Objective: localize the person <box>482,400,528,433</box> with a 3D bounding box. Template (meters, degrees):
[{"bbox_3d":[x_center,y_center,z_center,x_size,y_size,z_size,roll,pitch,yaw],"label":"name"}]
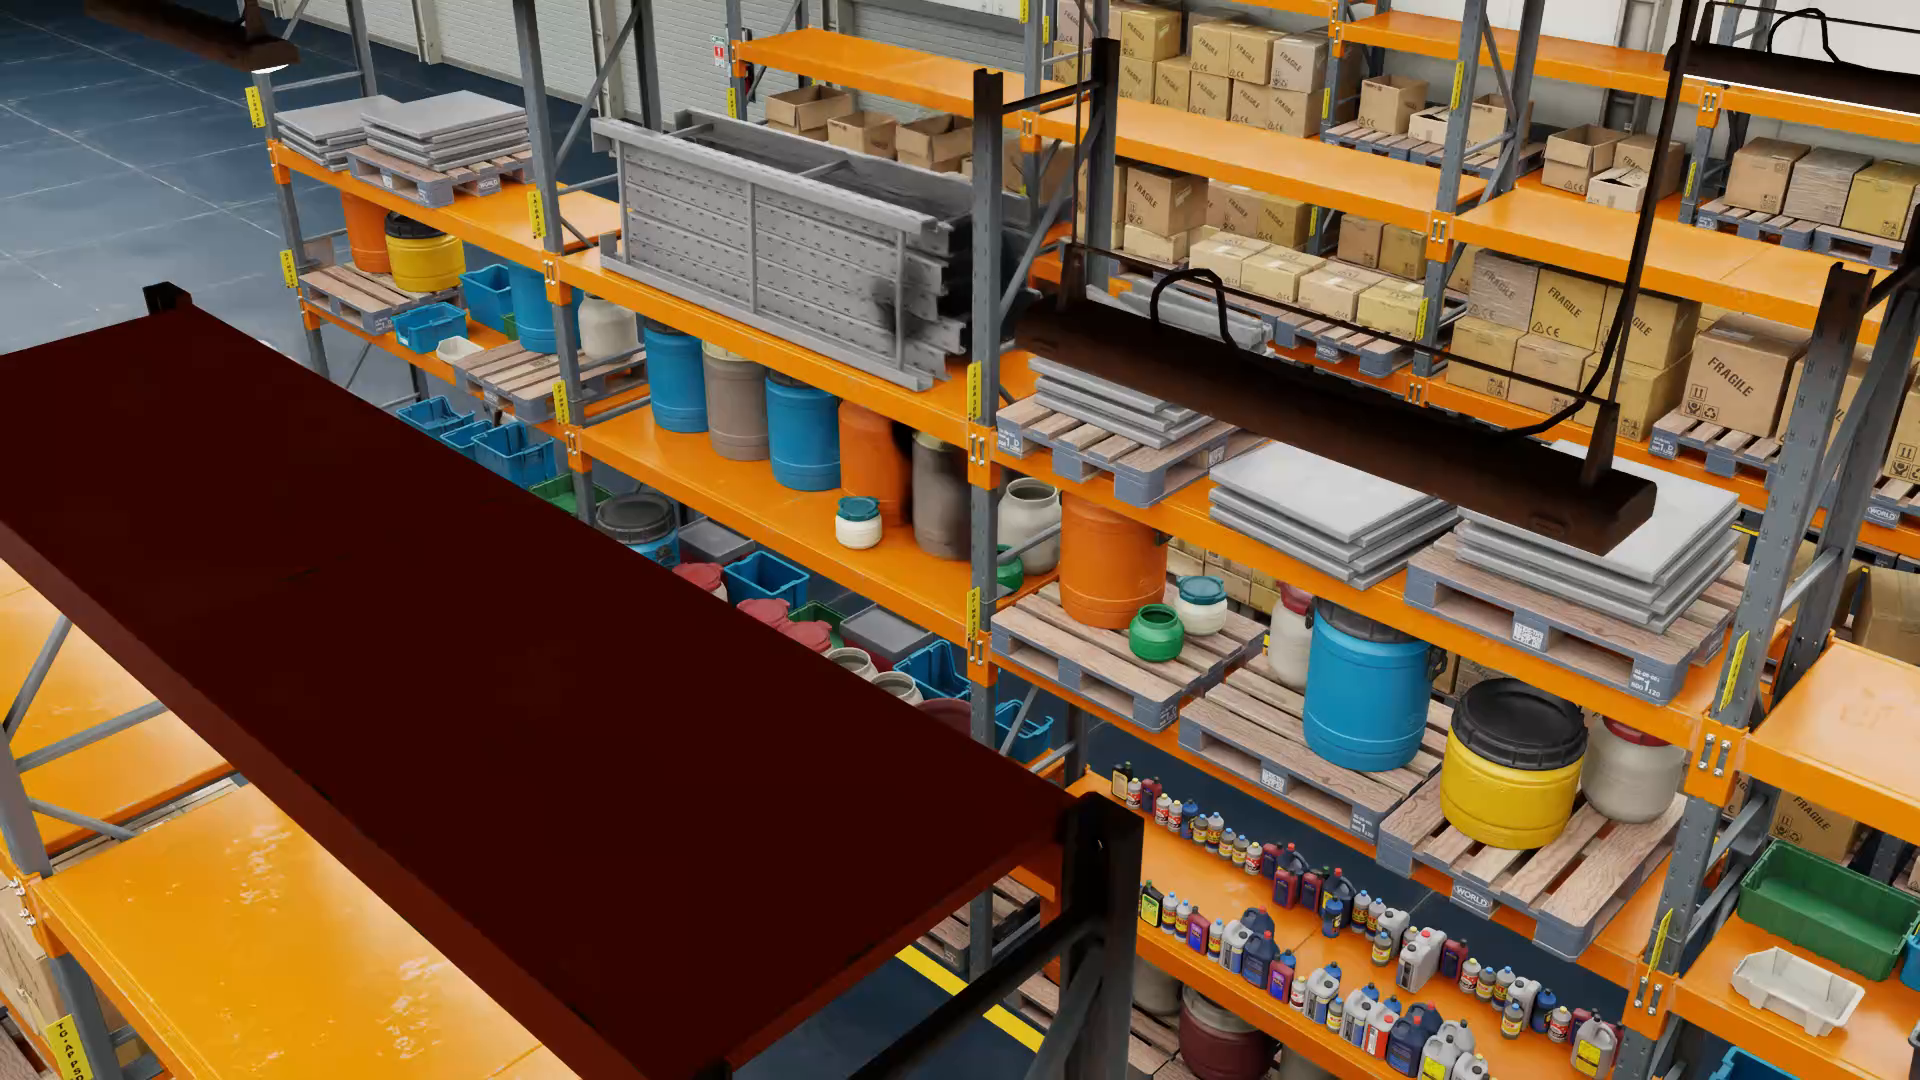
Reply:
[{"bbox_3d":[-4.597,-1.228,16.777,0.492,1.641,0.633,13,32,21],"label":"person"}]
